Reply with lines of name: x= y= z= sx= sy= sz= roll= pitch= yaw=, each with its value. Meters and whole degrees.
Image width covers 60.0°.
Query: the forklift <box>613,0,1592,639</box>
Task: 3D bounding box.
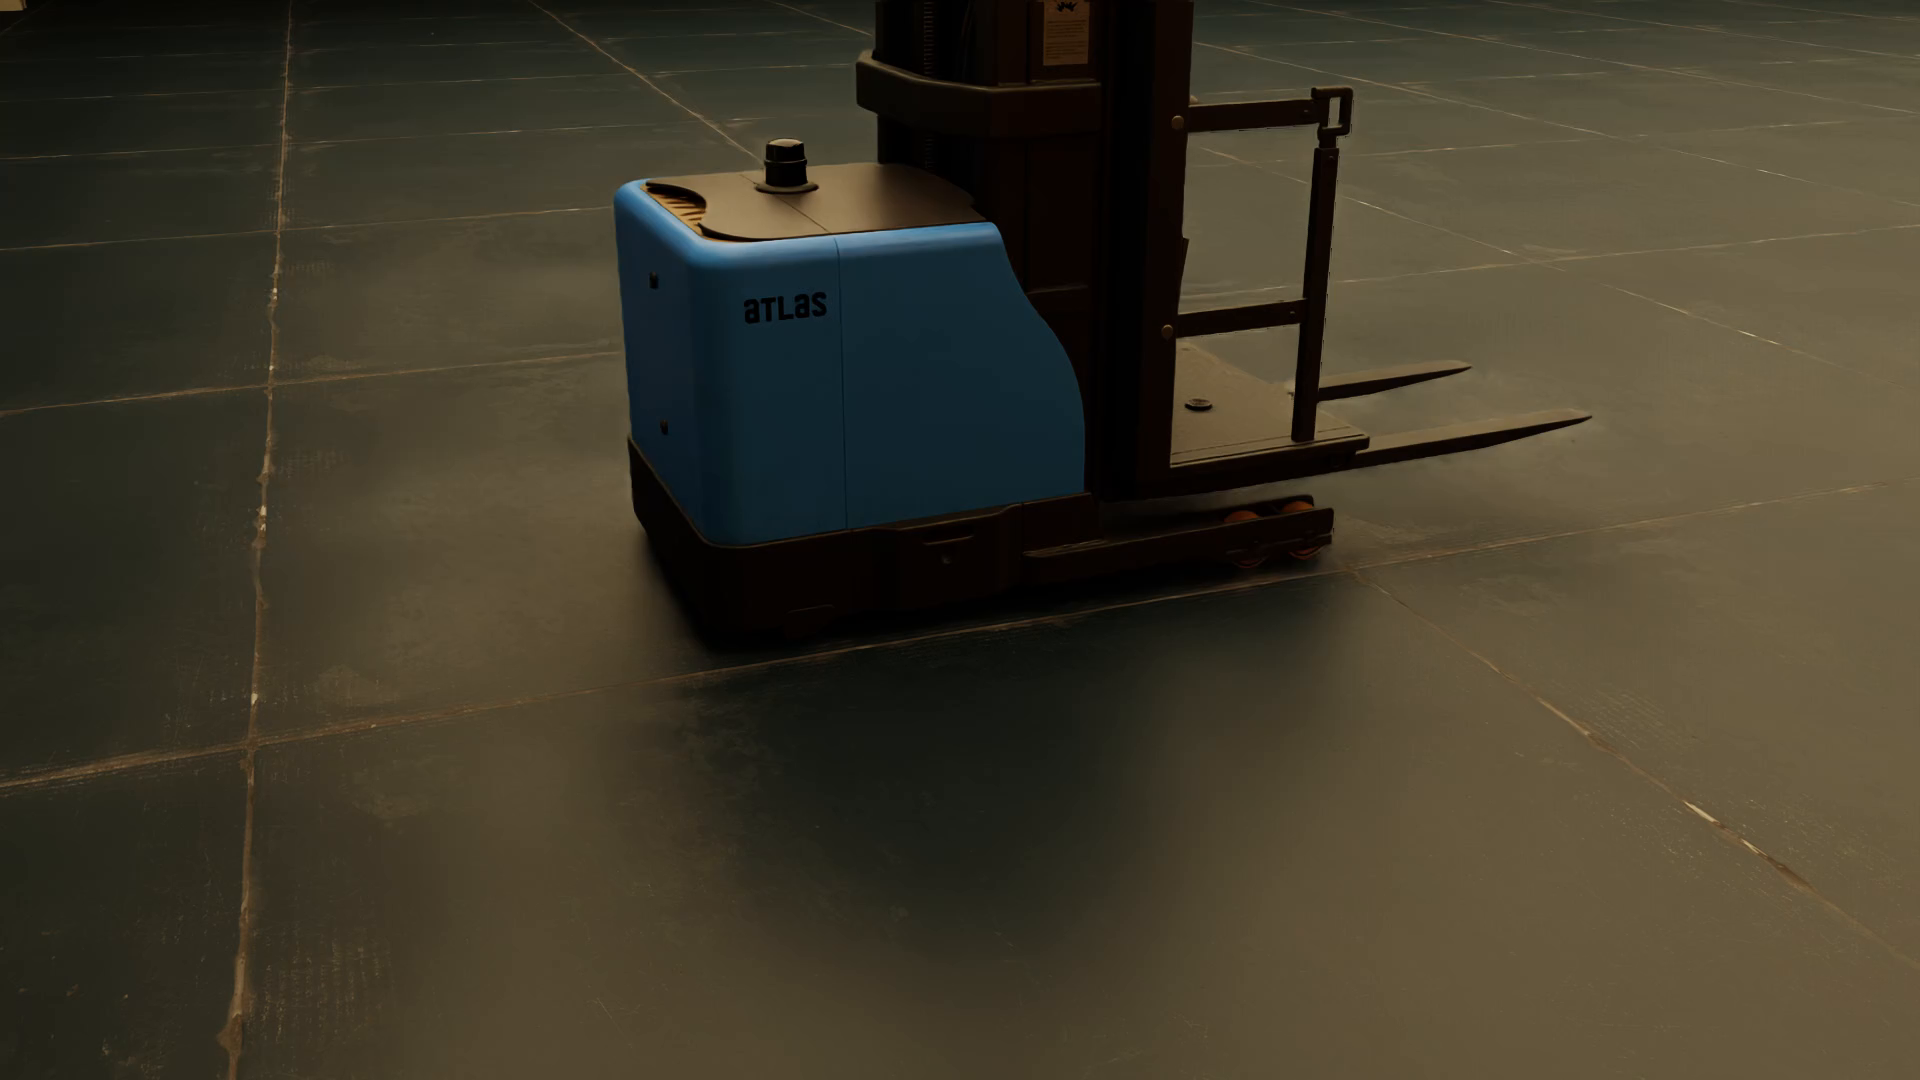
forklift: x=0.561 y=-1.446 z=4.737 sx=3.031 sy=2.935 sz=1.130 roll=-9 pitch=25 yaw=-21
